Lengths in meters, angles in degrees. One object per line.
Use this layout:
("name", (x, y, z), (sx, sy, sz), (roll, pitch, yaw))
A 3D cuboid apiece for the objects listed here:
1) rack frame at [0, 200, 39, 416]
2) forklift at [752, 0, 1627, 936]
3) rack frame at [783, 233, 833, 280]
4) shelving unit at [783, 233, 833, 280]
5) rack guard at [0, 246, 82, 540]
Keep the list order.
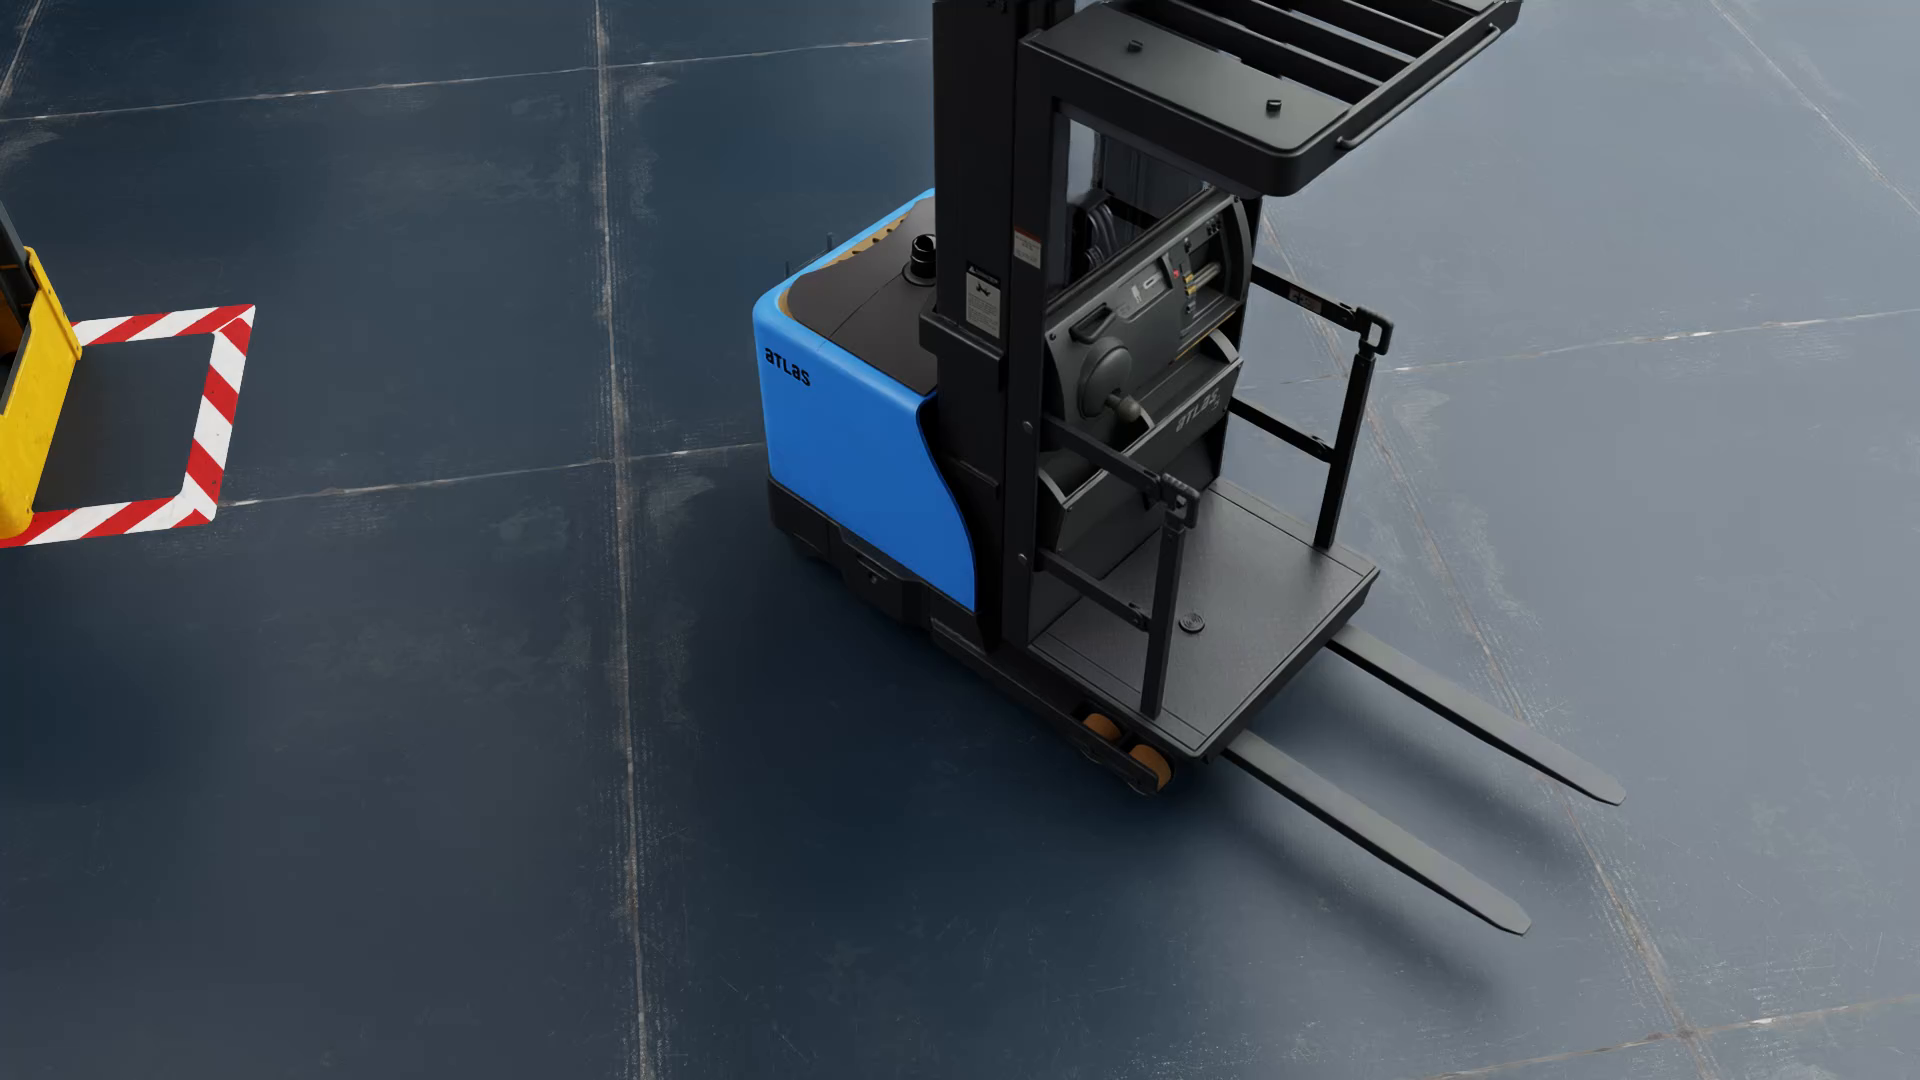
("rack frame", (-3.719, -1.490, 5.603), (0.127, 3.000, 1.000), (-7, 46, -7))
("forklift", (0.727, -0.616, 4.808), (3.031, 2.935, 1.130), (33, 54, 27))
("rack frame", (-0.551, -0.746, 6.344), (0.006, 0.900, 0.240), (33, 54, 27))
("shelving unit", (-0.475, -0.697, 6.297), (0.210, 0.900, 0.258), (33, 54, 27))
("rack guard", (-3.786, -0.580, 6.462), (0.348, 0.500, 1.175), (-7, 46, -7))
